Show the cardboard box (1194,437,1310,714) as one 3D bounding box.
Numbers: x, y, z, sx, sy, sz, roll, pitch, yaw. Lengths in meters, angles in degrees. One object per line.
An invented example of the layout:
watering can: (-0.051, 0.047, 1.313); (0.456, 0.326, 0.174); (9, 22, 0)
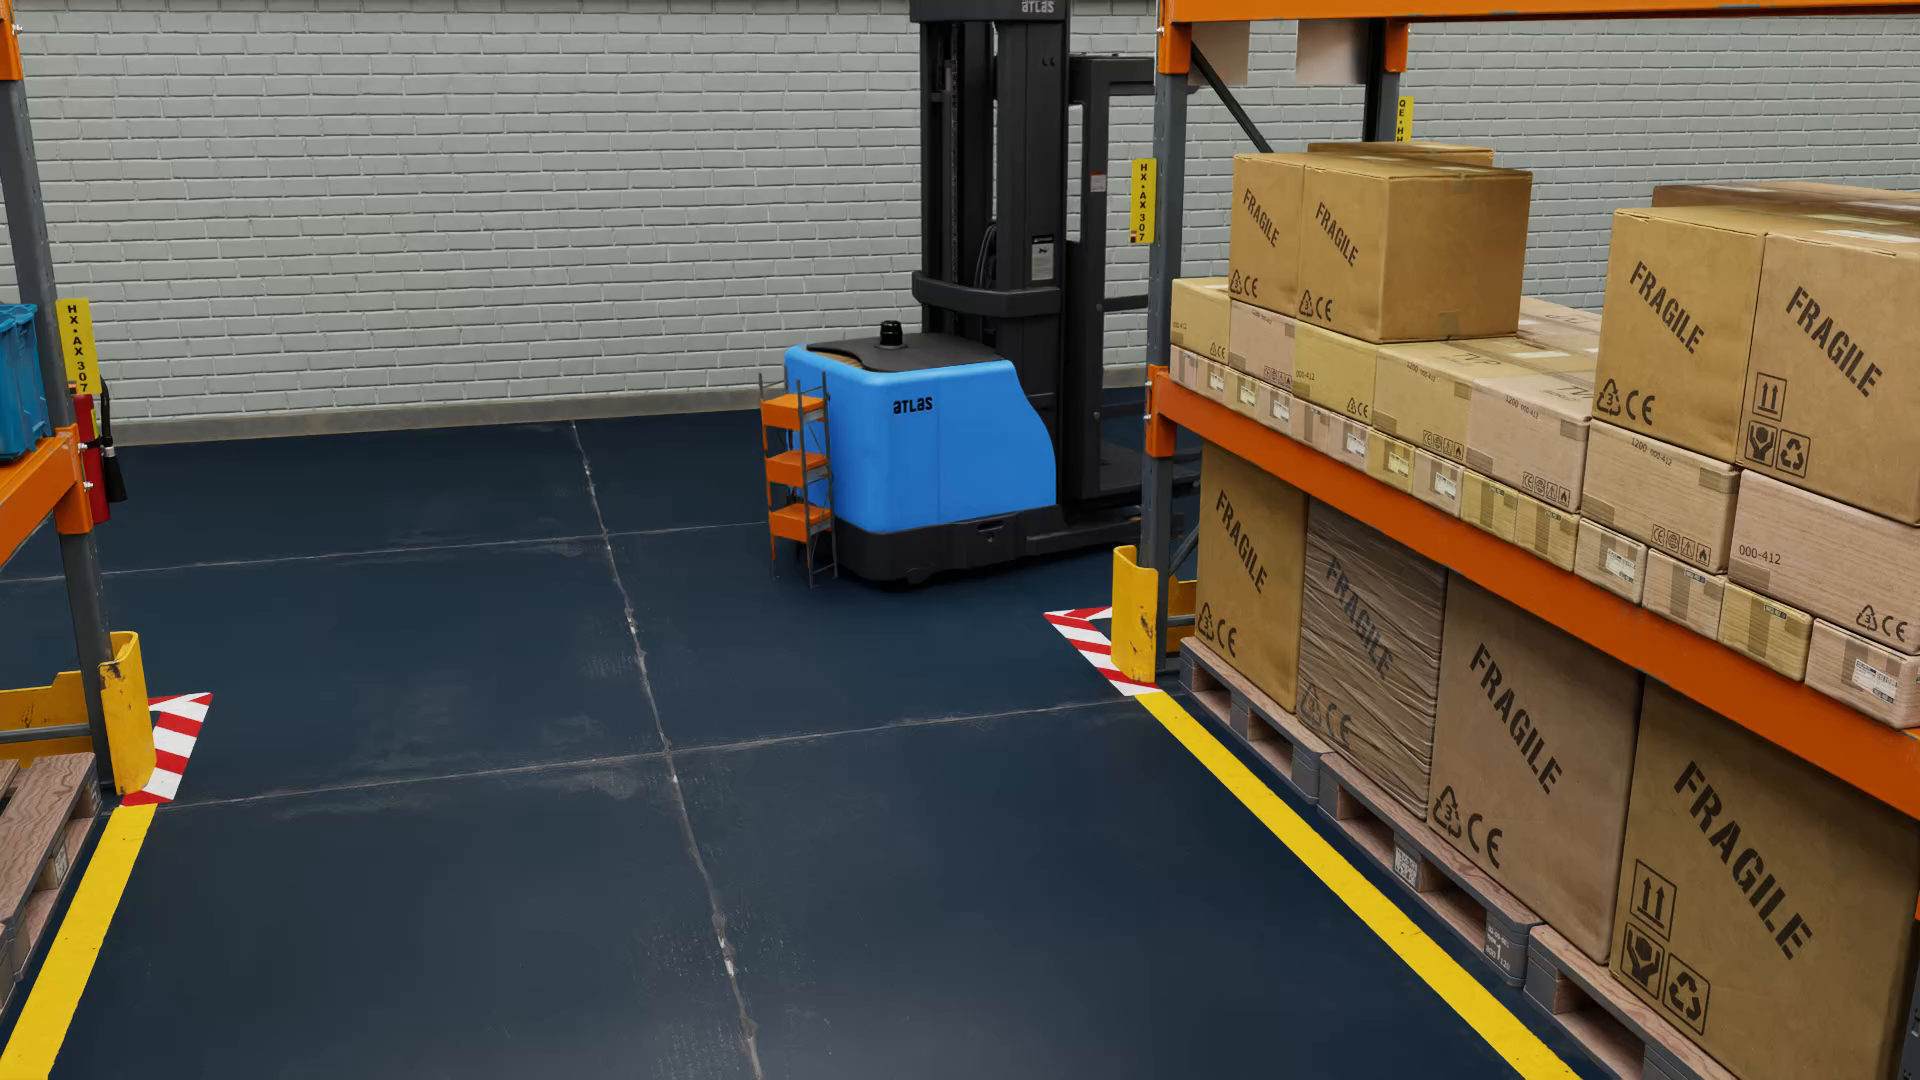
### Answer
cardboard box: (1.506, 0.068, 6.476); (0.875, 0.875, 0.875); (-5, 17, -15)

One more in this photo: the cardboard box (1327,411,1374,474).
cardboard box: (1.390, -0.319, 5.238); (0.380, 0.149, 0.250); (-5, 17, -16)

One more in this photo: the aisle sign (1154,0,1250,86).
aisle sign: (0.945, -2.161, 6.412); (0.394, 0.787, 0.004); (-5, 17, -15)

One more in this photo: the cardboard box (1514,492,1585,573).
cardboard box: (1.671, -0.036, 4.294); (0.380, 0.149, 0.250); (-4, 17, -14)

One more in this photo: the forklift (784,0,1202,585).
forklift: (0.610, -1.480, 8.783); (3.031, 2.935, 1.130); (-10, 19, -30)

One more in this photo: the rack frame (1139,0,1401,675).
rack frame: (1.254, -0.919, 6.799); (1.000, 3.000, 0.127); (-5, 17, -15)

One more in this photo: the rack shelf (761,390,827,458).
rack shelf: (-0.797, -0.564, 8.038); (0.240, 0.259, 0.215); (12, 23, 34)

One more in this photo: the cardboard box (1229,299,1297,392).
cardboard box: (1.275, -0.693, 5.788); (0.500, 0.250, 0.500); (-5, 17, -16)

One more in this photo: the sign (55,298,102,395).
sign: (-2.984, -0.654, 5.632); (0.100, 0.325, 0.005); (-5, 17, -15)

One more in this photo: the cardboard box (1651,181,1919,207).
cardboard box: (2.192, -0.676, 4.428); (0.500, 0.500, 0.500); (-5, 18, -17)

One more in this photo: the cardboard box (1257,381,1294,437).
cardboard box: (1.249, -0.461, 5.710); (0.380, 0.149, 0.250); (-5, 17, -16)

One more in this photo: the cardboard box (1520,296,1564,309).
cardboard box: (1.781, -0.737, 5.934); (0.500, 0.250, 0.500); (-5, 17, -16)

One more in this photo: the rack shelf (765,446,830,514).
rack shelf: (-0.788, -0.297, 8.131); (0.240, 0.259, 0.215); (12, 23, 34)

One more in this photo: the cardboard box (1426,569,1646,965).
cardboard box: (2.001, 0.566, 4.818); (0.875, 0.875, 0.875); (-5, 17, -15)

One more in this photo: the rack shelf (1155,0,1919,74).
rack shelf: (1.803, -1.458, 4.629); (1.077, 0.370, 4.000); (-5, 17, -15)

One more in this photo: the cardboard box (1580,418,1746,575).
cardboard box: (1.835, -0.128, 3.908); (0.500, 0.250, 0.500); (-4, 17, -14)

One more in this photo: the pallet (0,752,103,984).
pallet: (-3.319, 1.039, 5.127); (1.003, 0.211, 1.213); (-5, 17, -15)

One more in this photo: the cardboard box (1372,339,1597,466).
cardboard box: (1.558, -0.410, 4.845); (0.500, 0.250, 0.500); (-5, 17, -16)

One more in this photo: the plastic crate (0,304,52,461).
plastic crate: (-3.237, -0.496, 5.222); (0.616, 0.435, 0.499); (-5, 17, -15)

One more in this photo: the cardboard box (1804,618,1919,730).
cardboard box: (1.954, 0.249, 3.346); (0.380, 0.149, 0.250); (-5, 17, -15)

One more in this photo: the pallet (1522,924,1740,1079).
pallet: (2.219, 1.306, 4.237); (1.003, 0.211, 1.213); (-5, 17, -15)

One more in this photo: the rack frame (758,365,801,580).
rack frame: (-0.886, -0.327, 8.197); (0.008, 1.050, 0.200); (12, 23, 34)

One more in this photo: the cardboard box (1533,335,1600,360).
cardboard box: (2.068, -0.452, 4.987); (0.500, 0.250, 0.500); (-5, 17, -15)

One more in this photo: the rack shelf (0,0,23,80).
rack shelf: (-2.959, -1.067, 3.326); (1.077, 0.370, 4.000); (-5, 17, -15)

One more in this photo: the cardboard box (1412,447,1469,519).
cardboard box: (1.532, -0.177, 4.764); (0.380, 0.149, 0.250); (-4, 17, -14)

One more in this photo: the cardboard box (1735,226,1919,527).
cardboard box: (1.969, -0.349, 3.339); (0.500, 0.500, 0.500); (-4, 17, -14)

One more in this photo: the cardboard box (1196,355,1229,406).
cardboard box: (1.106, -0.604, 6.185); (0.380, 0.149, 0.250); (-5, 17, -16)

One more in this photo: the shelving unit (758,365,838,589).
shelving unit: (-0.788, -0.307, 8.128); (0.252, 1.050, 0.215); (12, 23, 34)

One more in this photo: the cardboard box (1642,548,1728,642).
cardboard box: (1.813, 0.107, 3.820); (0.380, 0.149, 0.250); (-5, 17, -16)

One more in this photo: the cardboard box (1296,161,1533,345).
cardboard box: (1.412, -0.914, 5.221); (0.500, 0.500, 0.500); (-5, 17, -17)

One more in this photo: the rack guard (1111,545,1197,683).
rack guard: (1.247, 0.271, 7.181); (1.175, 0.500, 0.348); (-5, 17, -15)

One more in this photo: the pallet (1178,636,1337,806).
pallet: (1.549, 0.631, 6.484); (1.003, 0.211, 1.213); (-5, 17, -15)
